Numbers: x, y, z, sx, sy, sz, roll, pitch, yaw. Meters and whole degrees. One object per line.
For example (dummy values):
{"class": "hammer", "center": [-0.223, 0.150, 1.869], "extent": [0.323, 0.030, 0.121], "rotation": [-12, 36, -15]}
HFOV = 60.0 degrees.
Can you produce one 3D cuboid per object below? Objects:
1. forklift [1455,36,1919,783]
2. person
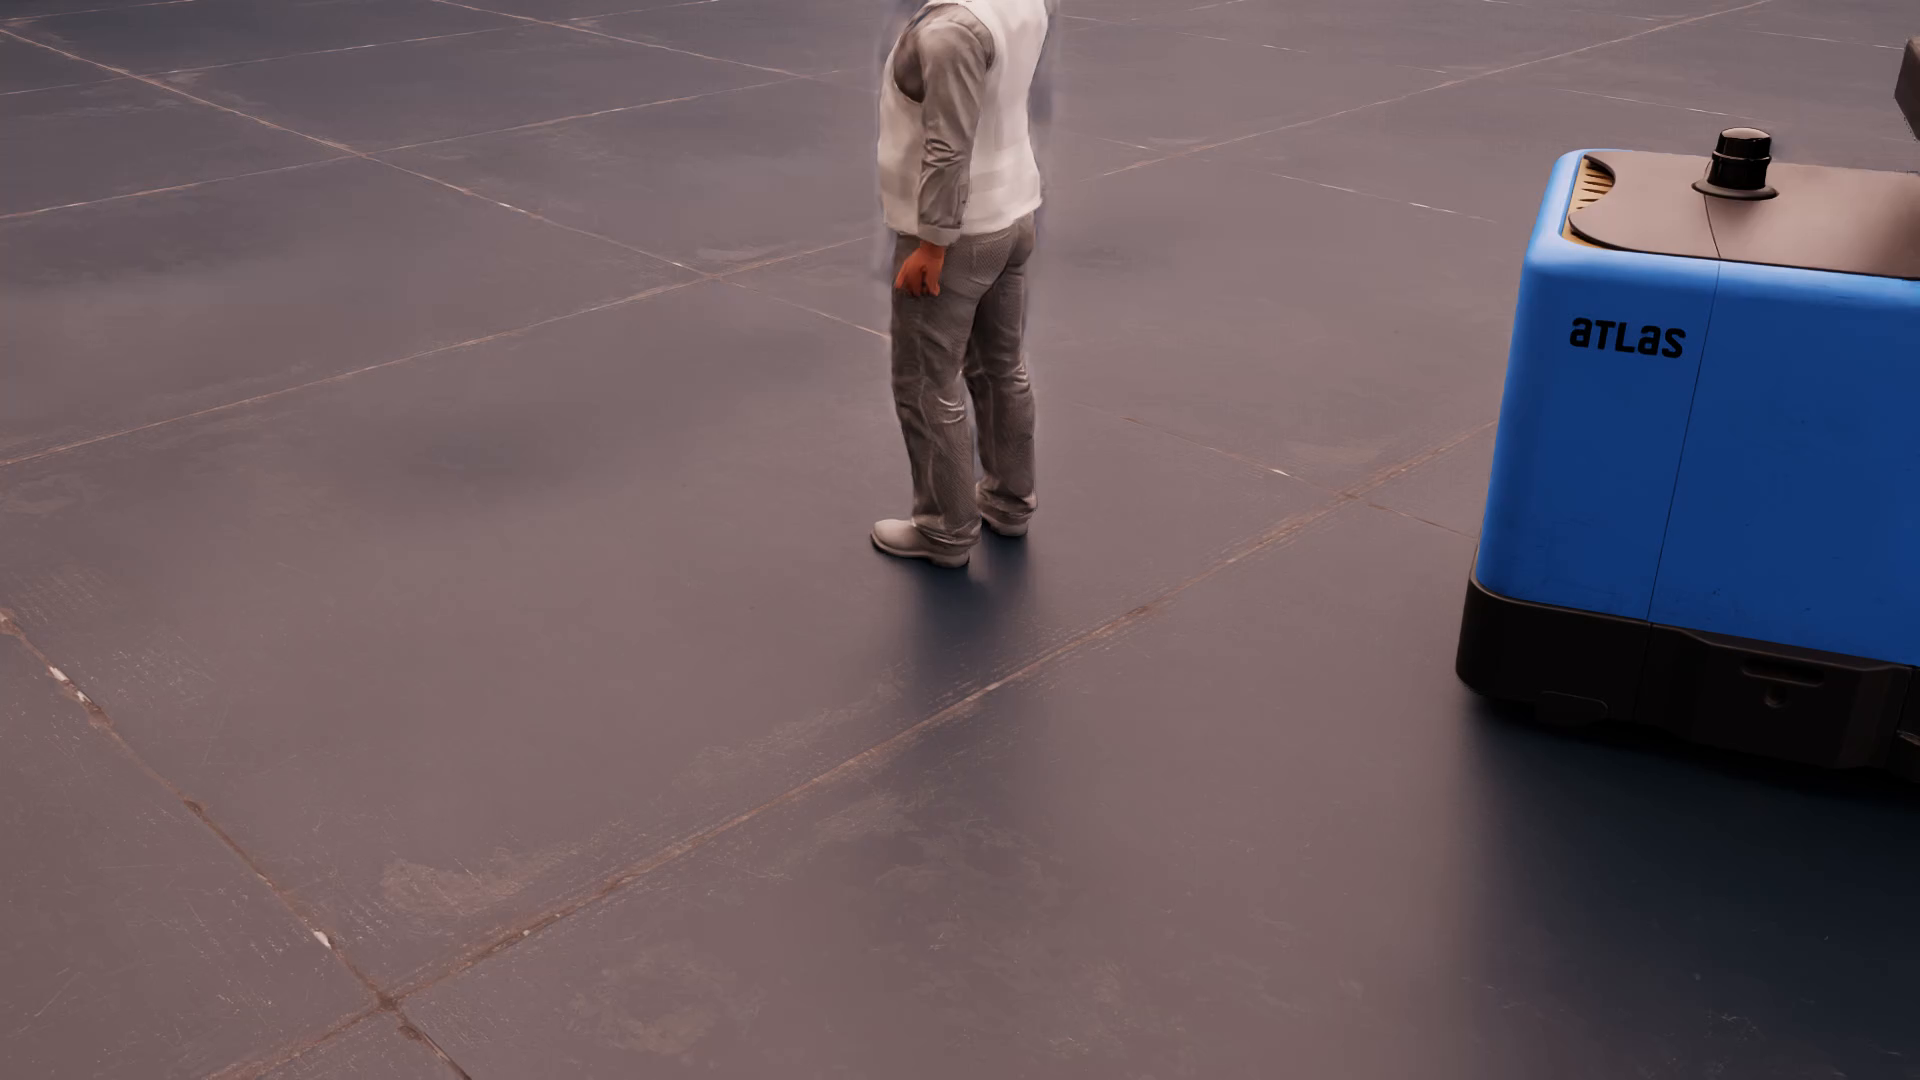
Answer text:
{"class": "forklift", "center": [2.693, -0.889, 3.026], "extent": [3.031, 2.935, 1.130], "rotation": [10, 28, 19]}
{"class": "person", "center": [-0.022, -0.794, 4.153], "extent": [0.408, 1.772, 0.542], "rotation": [10, 28, 20]}
